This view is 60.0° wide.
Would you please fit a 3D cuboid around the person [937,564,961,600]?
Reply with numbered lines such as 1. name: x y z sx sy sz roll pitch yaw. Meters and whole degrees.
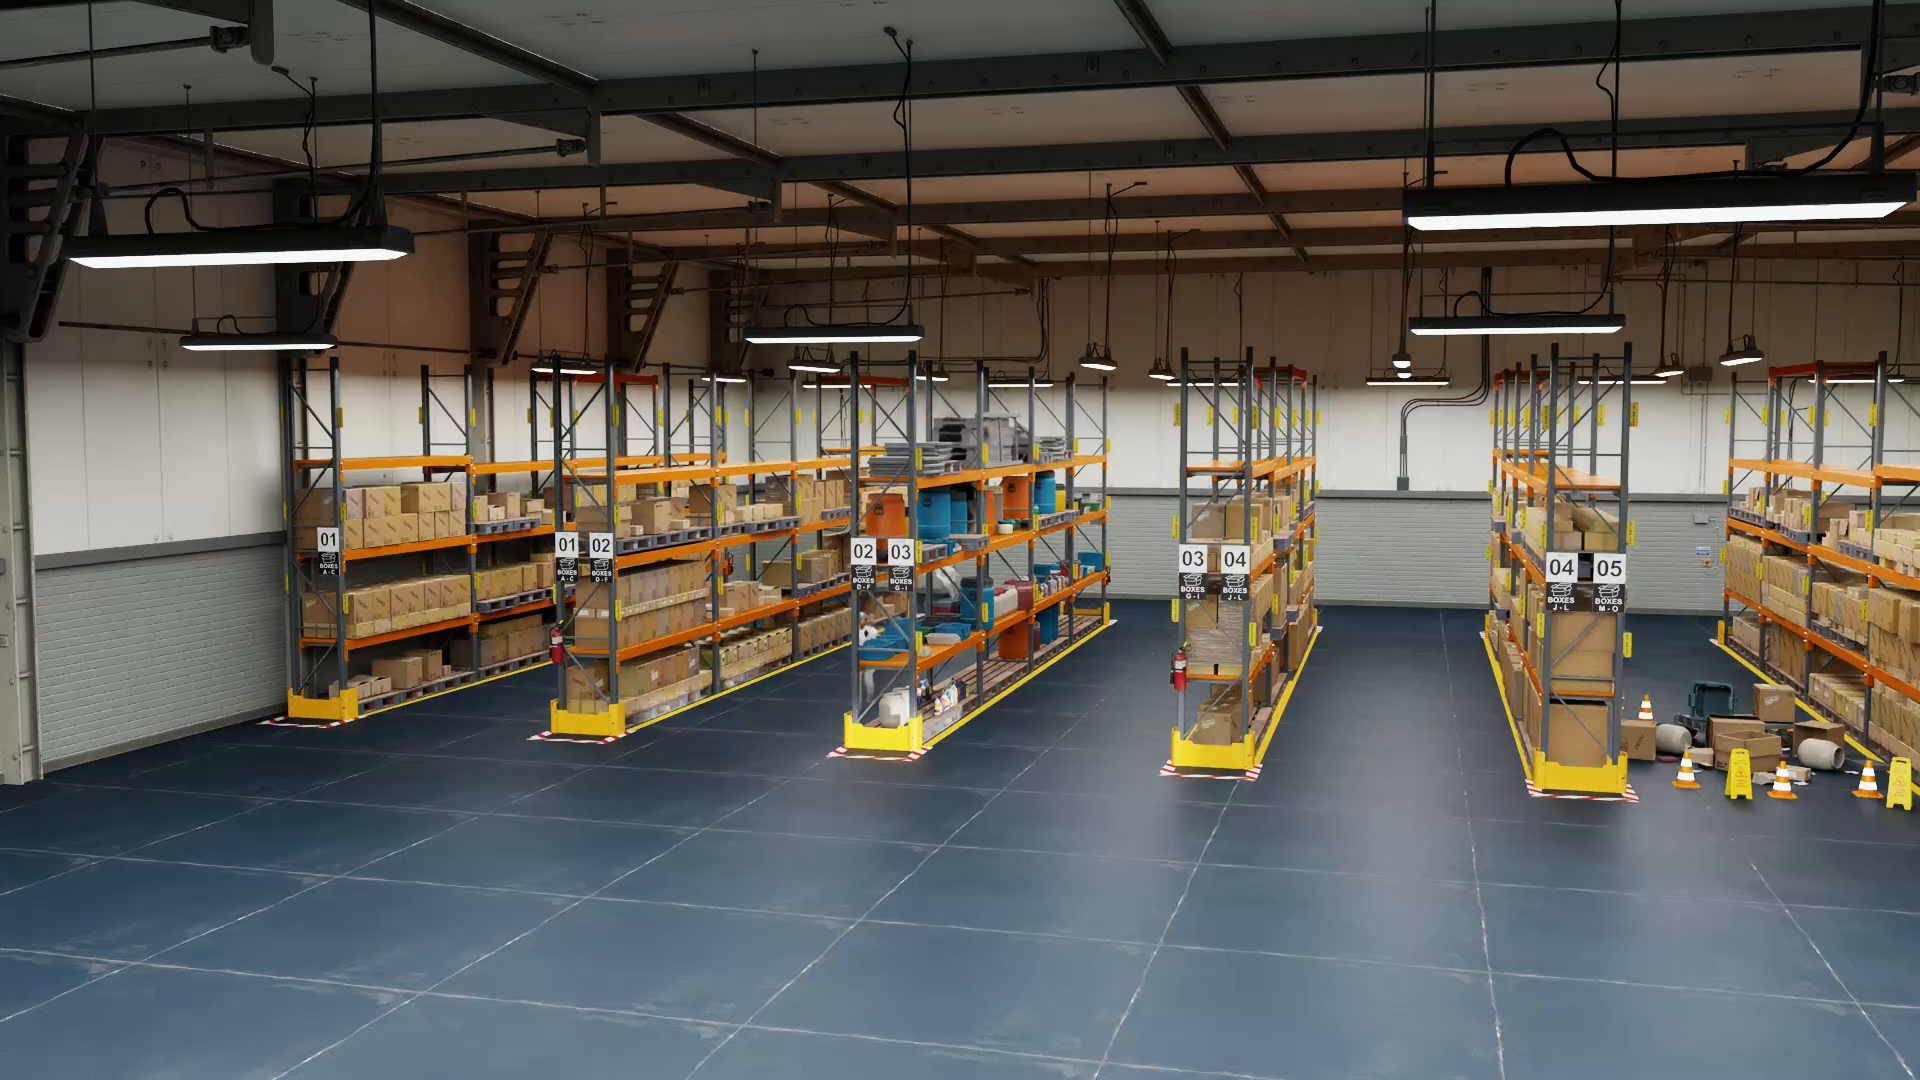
1. person: -0.269 1.110 42.164 0.523 1.621 0.622 4 6 41

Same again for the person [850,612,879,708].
1. person: -1.639 2.078 28.626 0.593 1.686 0.833 1 4 14
